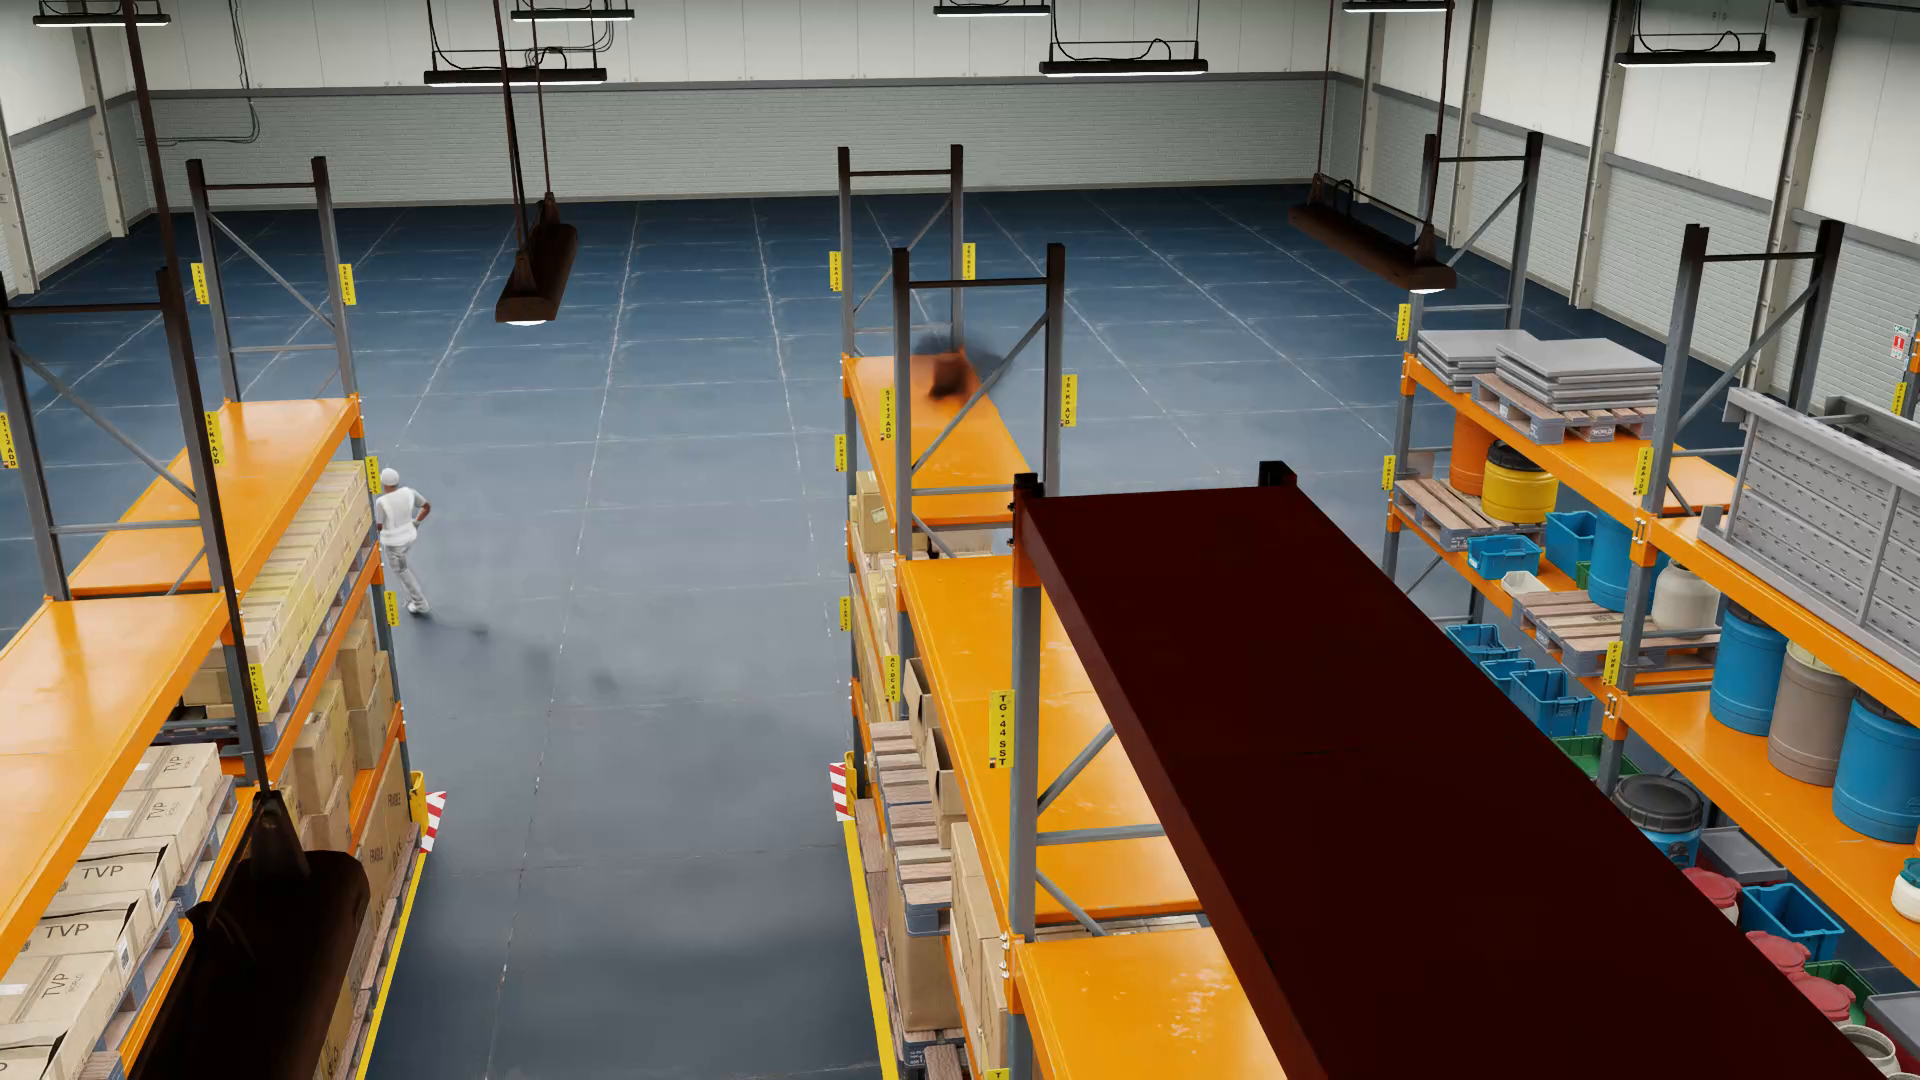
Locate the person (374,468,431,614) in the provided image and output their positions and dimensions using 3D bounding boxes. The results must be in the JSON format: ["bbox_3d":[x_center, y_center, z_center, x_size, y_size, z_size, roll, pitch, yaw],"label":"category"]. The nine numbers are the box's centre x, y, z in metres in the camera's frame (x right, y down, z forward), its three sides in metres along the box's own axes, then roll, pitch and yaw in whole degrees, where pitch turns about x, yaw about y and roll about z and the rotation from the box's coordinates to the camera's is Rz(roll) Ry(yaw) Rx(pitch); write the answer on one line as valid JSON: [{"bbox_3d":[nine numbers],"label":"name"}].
[{"bbox_3d":[-6.505,0.017,19.211,0.729,1.807,0.652,10,24,23],"label":"person"}]
